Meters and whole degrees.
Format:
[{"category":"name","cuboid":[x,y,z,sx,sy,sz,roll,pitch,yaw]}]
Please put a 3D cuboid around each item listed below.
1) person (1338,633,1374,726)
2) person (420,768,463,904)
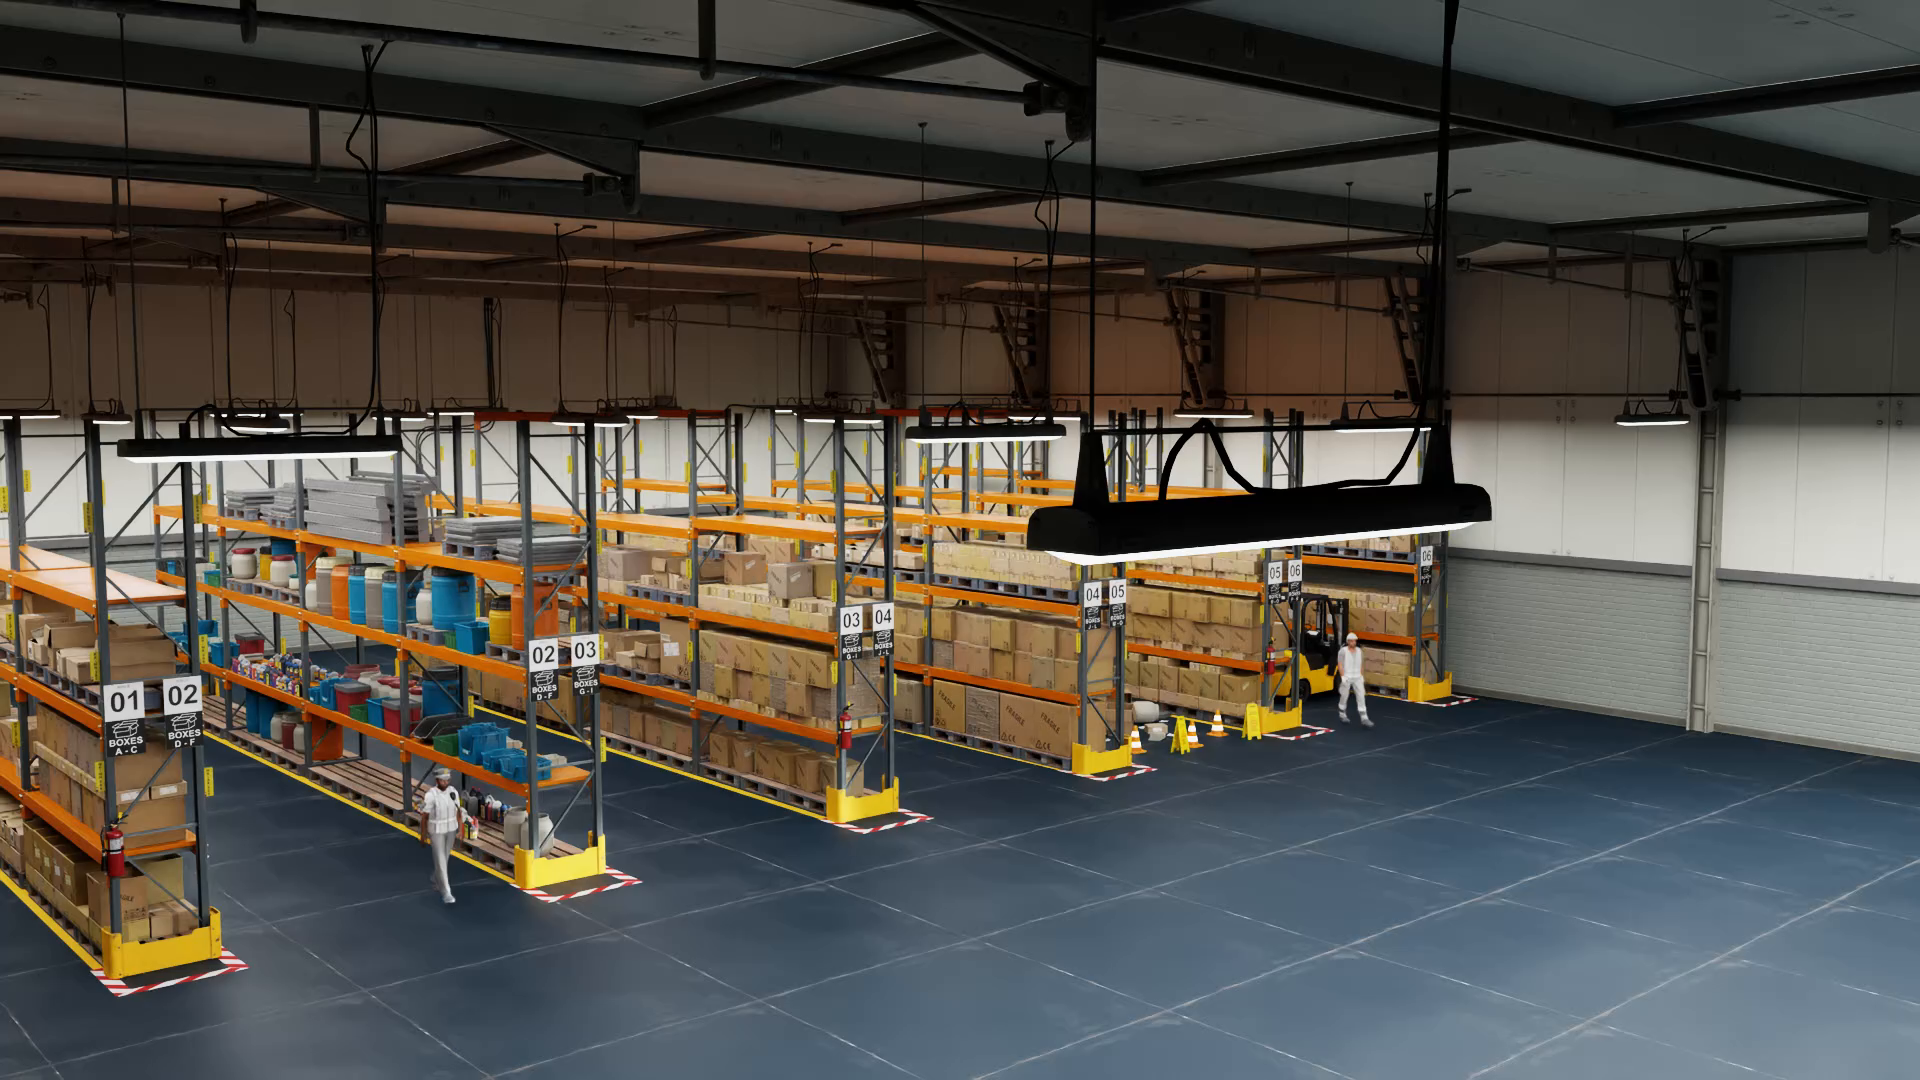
[{"category":"person","cuboid":[7.498,2.649,31.664,0.573,1.746,0.960,0,5,-5]},{"category":"person","cuboid":[-6.462,3.664,20.843,0.949,1.627,0.500,4,7,41]}]
